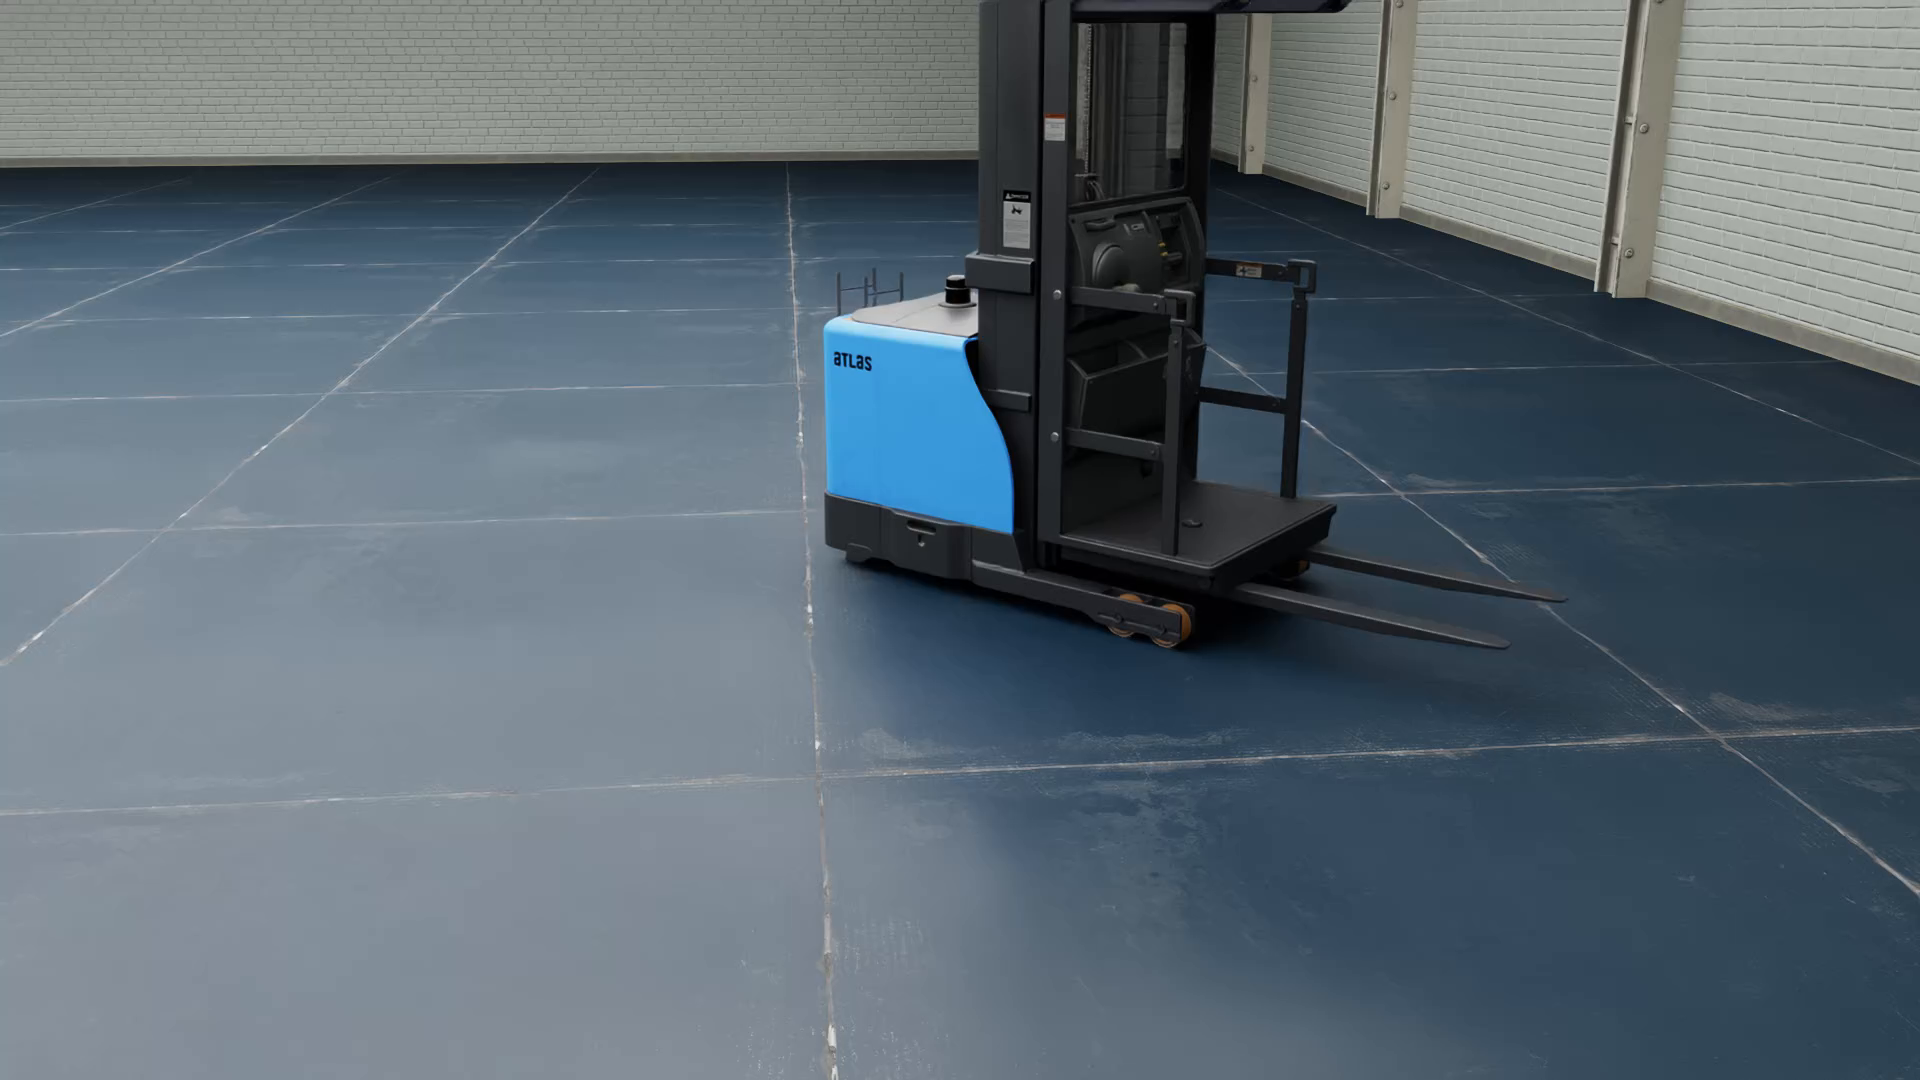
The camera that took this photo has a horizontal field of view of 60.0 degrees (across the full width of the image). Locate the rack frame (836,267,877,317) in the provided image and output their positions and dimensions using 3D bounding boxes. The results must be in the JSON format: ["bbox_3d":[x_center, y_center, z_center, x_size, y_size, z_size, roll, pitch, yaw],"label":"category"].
[{"bbox_3d":[-0.472,-0.660,7.774,0.006,1.200,0.240,16,24,42],"label":"rack frame"}]

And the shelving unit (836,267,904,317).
[{"bbox_3d":[-0.407,-0.641,7.713,0.189,1.200,0.258,16,24,42],"label":"shelving unit"}]

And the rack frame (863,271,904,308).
[{"bbox_3d":[-0.342,-0.621,7.651,0.006,1.200,0.240,16,24,42],"label":"rack frame"}]

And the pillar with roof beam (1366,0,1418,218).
[{"bbox_3d":[0.870,-8.097,18.445,9.100,9.000,0.400,-2,18,-6],"label":"pillar with roof beam"}]

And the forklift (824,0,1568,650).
[{"bbox_3d":[0.880,-1.166,6.497,3.031,2.935,1.130,13,22,35],"label":"forklift"}]

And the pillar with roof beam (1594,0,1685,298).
[{"bbox_3d":[1.489,-6.310,12.751,9.100,9.000,0.400,-2,18,-6],"label":"pillar with roof beam"}]

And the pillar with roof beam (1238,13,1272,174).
[{"bbox_3d":[0.252,-9.885,24.139,9.100,9.000,0.400,-2,18,-6],"label":"pillar with roof beam"}]
